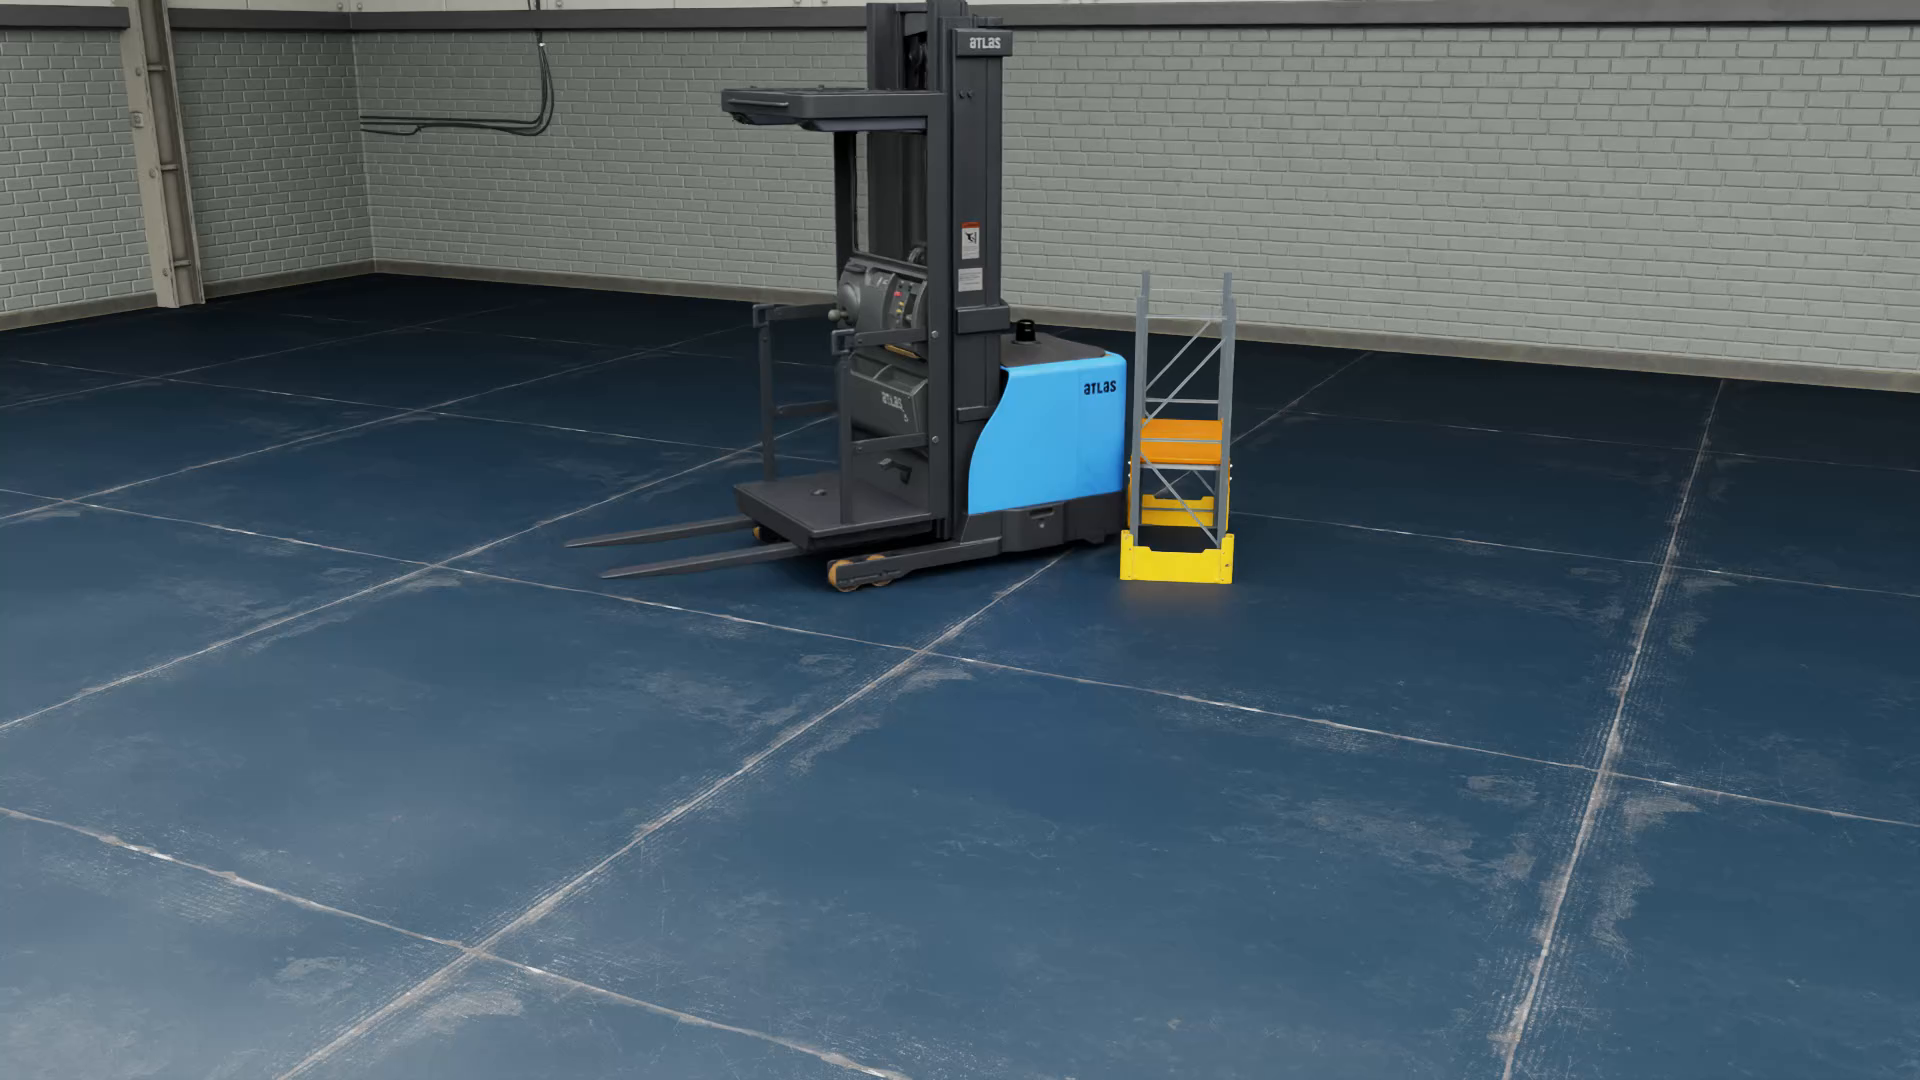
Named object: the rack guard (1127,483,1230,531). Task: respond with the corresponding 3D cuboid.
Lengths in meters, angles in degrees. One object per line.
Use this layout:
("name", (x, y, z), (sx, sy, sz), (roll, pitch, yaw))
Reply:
("rack guard", (1.275, -0.193, 9.734), (0.587, 0.250, 0.087), (2, 17, 7))

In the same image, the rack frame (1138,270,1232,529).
("rack frame", (1.278, -0.797, 9.574), (0.500, 1.500, 0.032), (2, 17, 7))

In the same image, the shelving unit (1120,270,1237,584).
("shelving unit", (1.210, -0.651, 9.082), (0.587, 1.500, 1.083), (2, 17, 7))

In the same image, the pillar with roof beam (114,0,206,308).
("pillar with roof beam", (-4.670, -6.340, 15.066), (9.100, 9.000, 0.400), (8, 18, 25))

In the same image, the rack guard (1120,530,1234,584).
("rack guard", (1.145, 0.089, 8.787), (0.587, 0.250, 0.087), (2, 17, 7))

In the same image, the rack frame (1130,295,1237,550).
("rack frame", (1.145, -0.510, 8.608), (0.500, 1.500, 0.032), (2, 17, 7))

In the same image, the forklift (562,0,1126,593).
("forklift", (-0.599, -1.304, 8.769), (3.031, 2.935, 1.130), (-9, 19, -28))

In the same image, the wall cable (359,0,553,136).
("wall cable", (-6.022, -5.982, 19.313), (3.097, 2.526, 0.112), (8, 18, 25))

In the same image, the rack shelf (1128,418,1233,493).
("rack shelf", (1.211, -0.481, 9.142), (0.538, 0.185, 1.000), (2, 17, 7))
